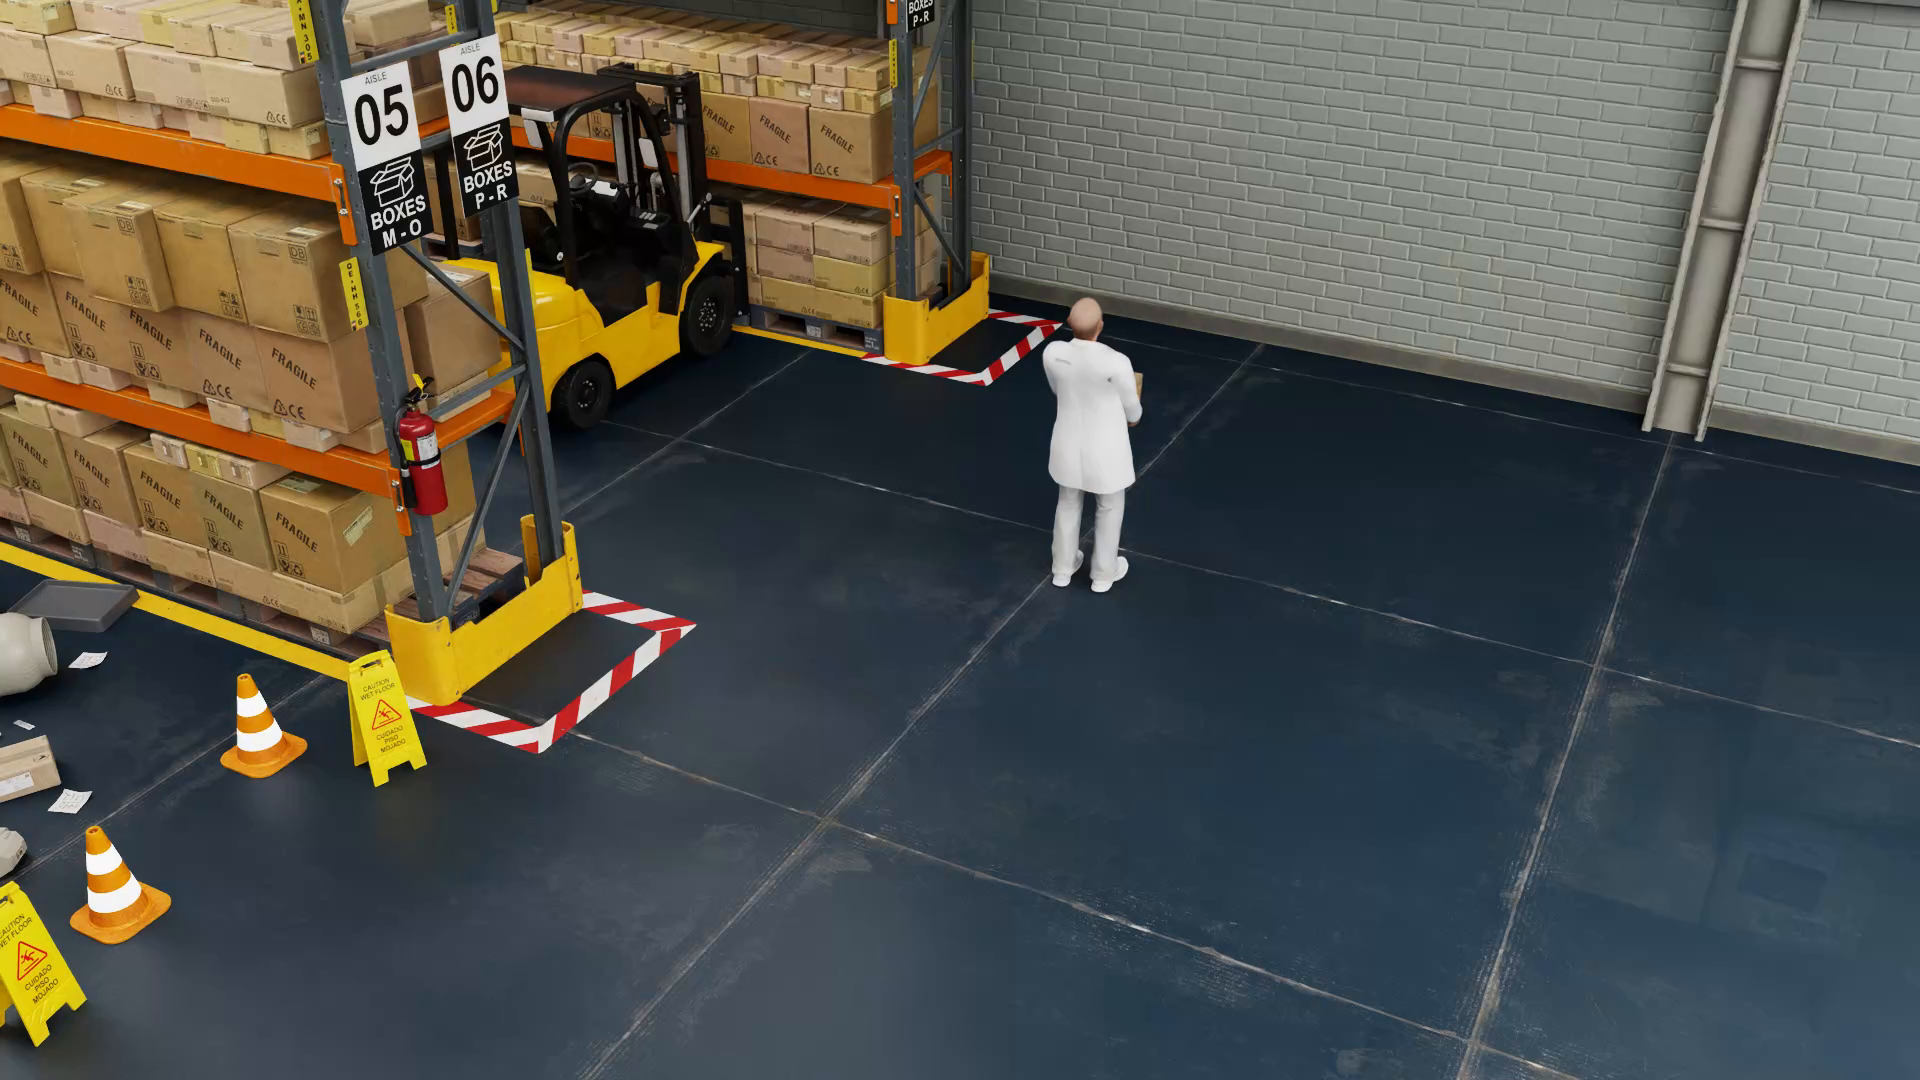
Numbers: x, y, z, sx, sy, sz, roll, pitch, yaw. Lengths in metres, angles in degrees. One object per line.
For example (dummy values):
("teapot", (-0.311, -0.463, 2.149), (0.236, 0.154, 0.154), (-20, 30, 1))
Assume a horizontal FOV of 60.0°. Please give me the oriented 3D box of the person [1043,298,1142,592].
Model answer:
("person", (0.763, -0.573, 9.325), (0.527, 1.769, 0.563), (14, 33, 24))
